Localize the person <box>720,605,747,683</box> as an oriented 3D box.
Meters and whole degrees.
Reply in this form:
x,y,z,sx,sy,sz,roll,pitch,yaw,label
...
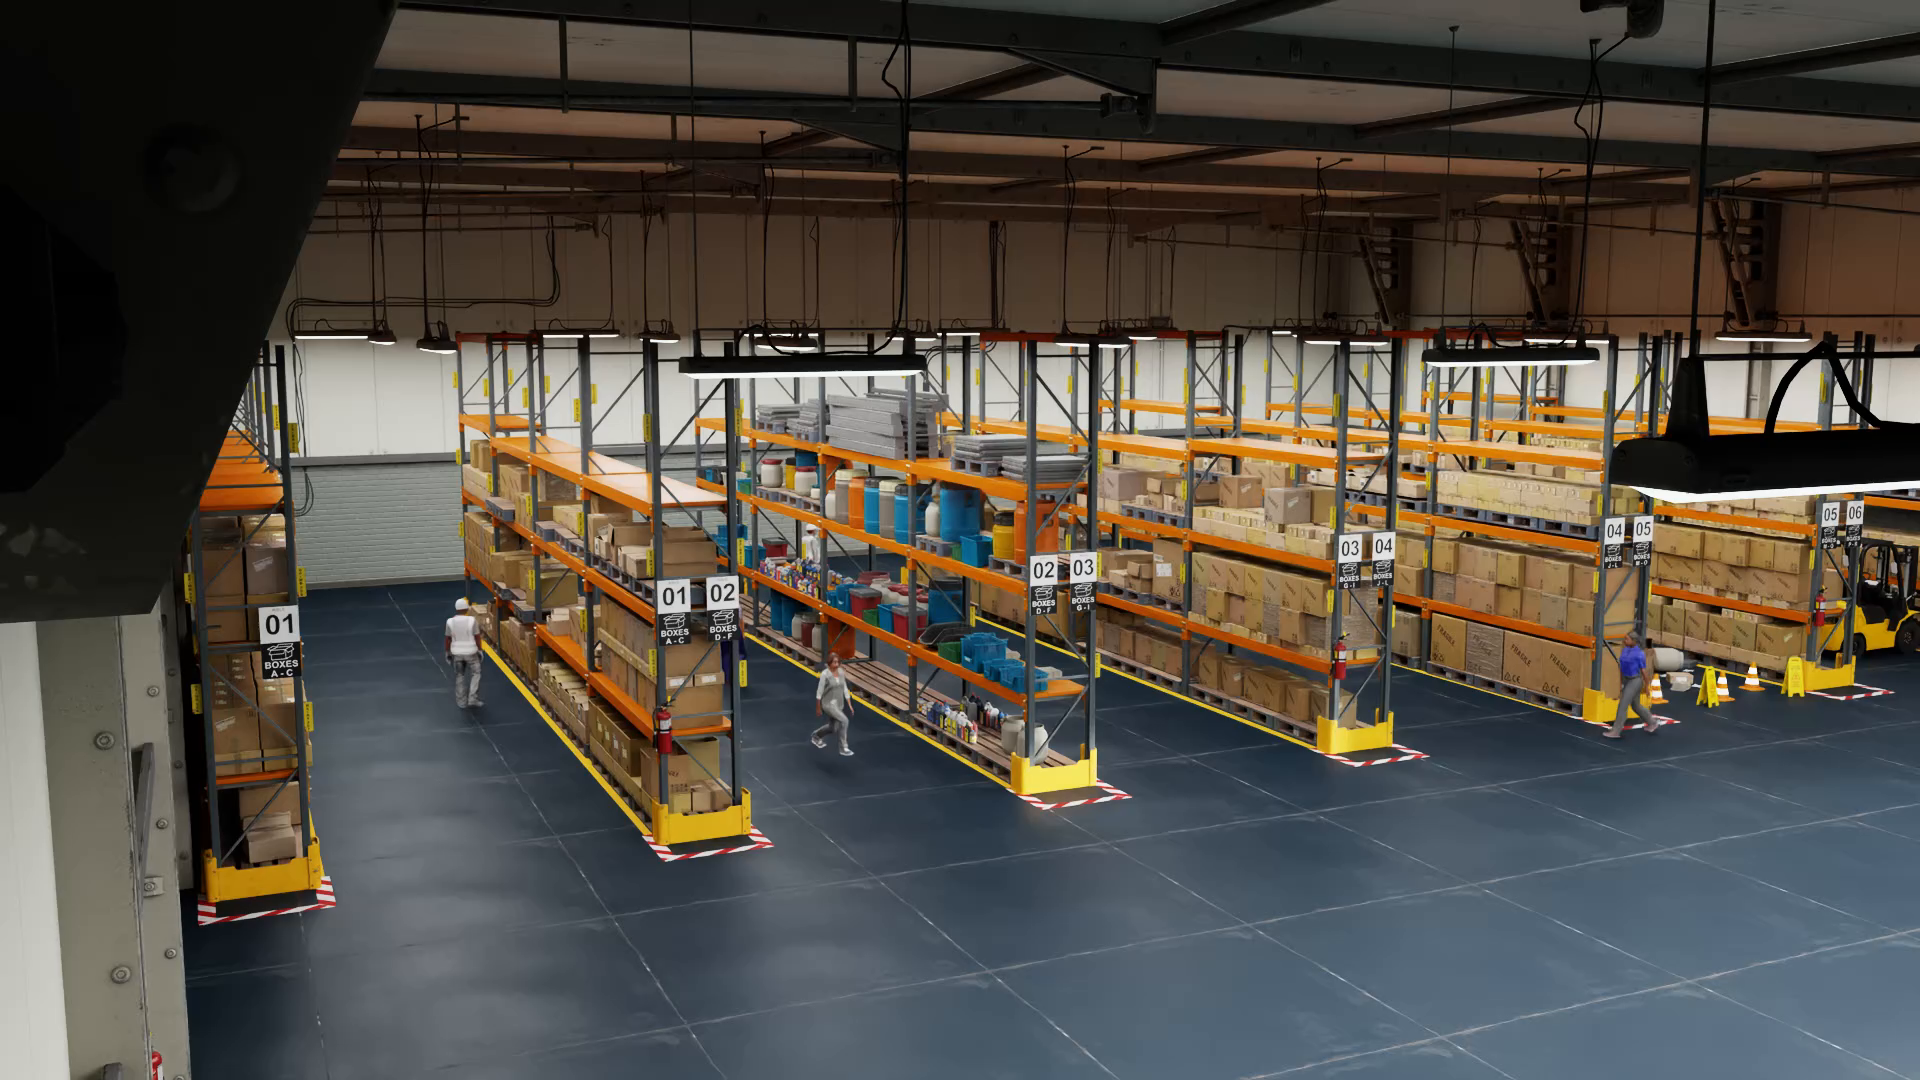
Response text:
x,y,z,sx,sy,sz,roll,pitch,yaw,label
-3.955,1.666,28.664,0.523,1.646,0.490,0,8,2,person

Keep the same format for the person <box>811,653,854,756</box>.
x,y,z,sx,sy,sz,roll,pitch,yaw,label
-1.780,2.263,23.137,1.020,1.441,0.425,7,11,43,person

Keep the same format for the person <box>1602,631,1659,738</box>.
x,y,z,sx,sy,sz,roll,pitch,yaw,label
10.136,2.162,25.064,1.006,1.603,0.536,-1,8,-7,person

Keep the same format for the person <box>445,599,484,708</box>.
x,y,z,sx,sy,sz,roll,pitch,yaw,label
-8.010,1.841,26.866,0.601,1.785,0.517,0,8,-1,person

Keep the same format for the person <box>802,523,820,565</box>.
x,y,z,sx,sy,sz,roll,pitch,yaw,label
-3.284,0.522,36.687,0.588,1.811,0.540,7,10,42,person
